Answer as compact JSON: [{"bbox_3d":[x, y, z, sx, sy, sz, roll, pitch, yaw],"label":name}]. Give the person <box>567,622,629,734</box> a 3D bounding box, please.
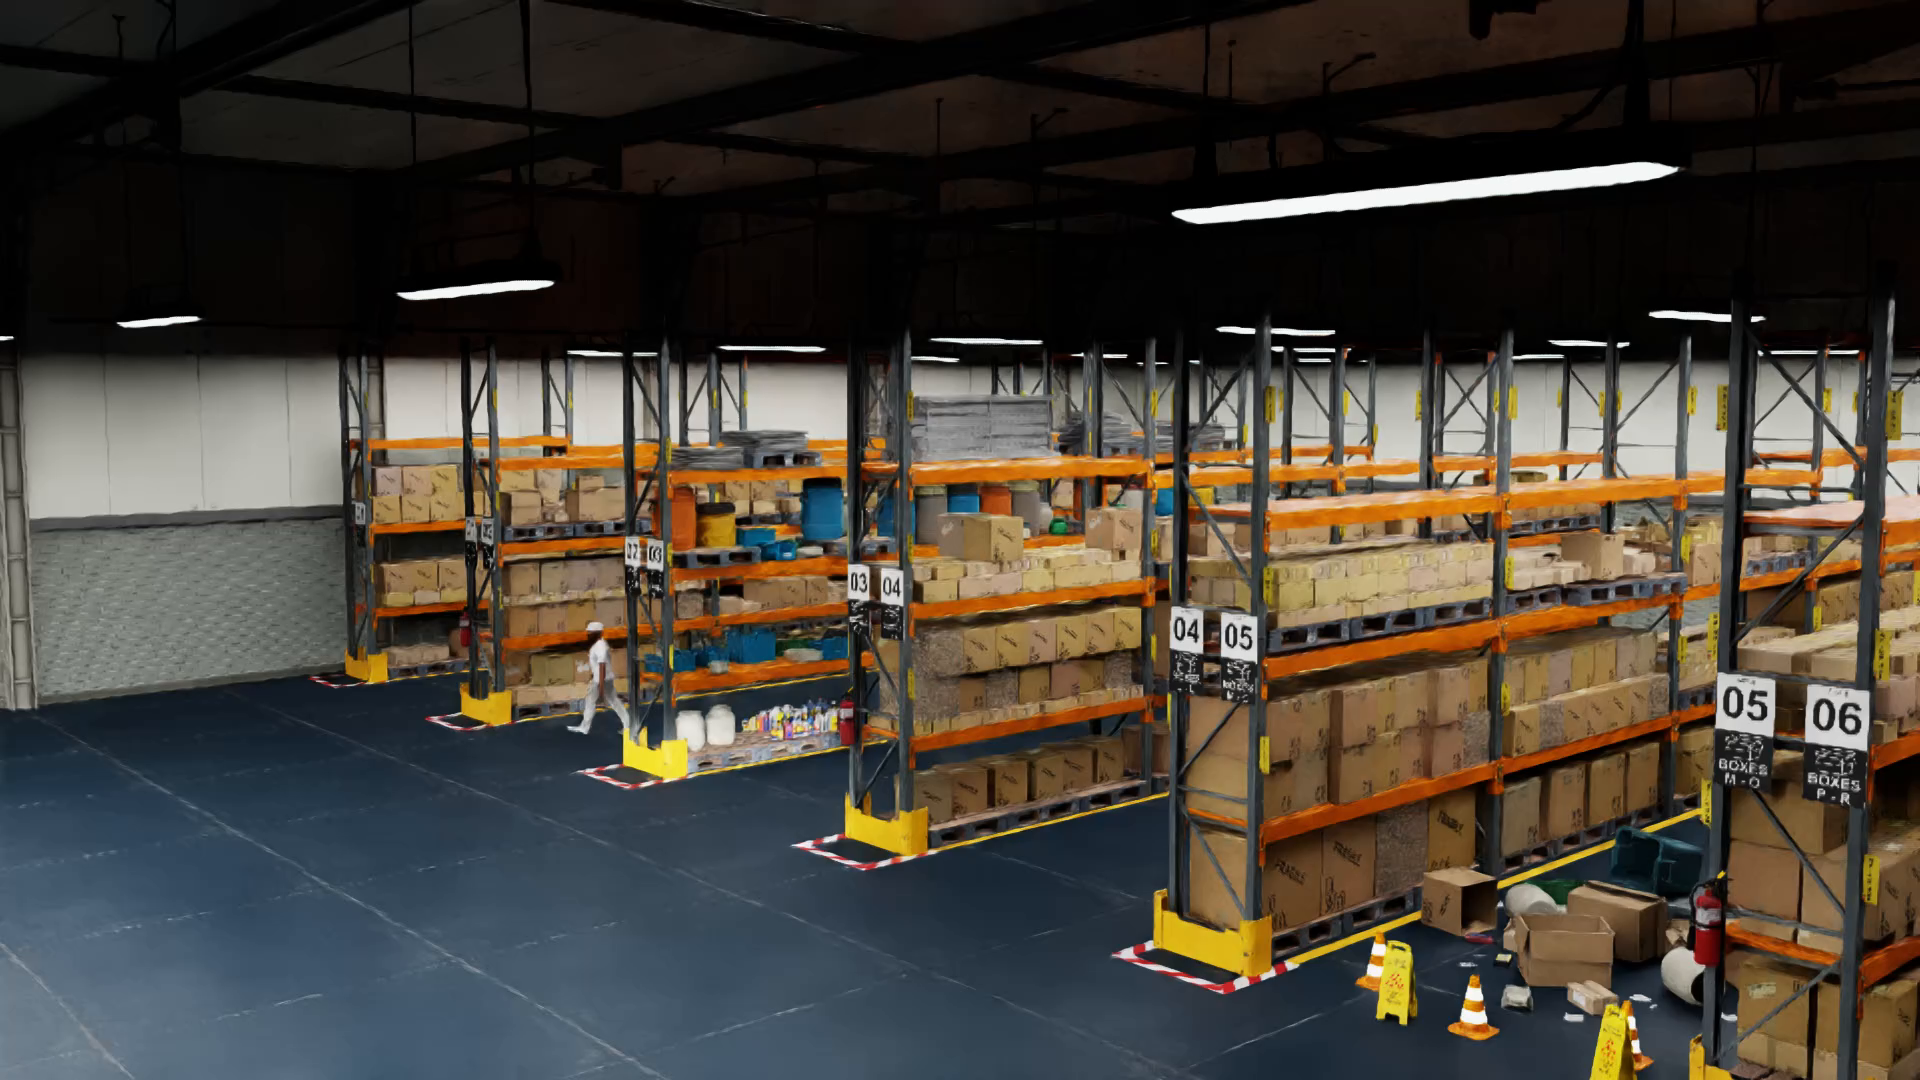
[{"bbox_3d":[-5.405,2.078,24.968,0.958,1.723,0.620,-2,5,-18],"label":"person"}]
